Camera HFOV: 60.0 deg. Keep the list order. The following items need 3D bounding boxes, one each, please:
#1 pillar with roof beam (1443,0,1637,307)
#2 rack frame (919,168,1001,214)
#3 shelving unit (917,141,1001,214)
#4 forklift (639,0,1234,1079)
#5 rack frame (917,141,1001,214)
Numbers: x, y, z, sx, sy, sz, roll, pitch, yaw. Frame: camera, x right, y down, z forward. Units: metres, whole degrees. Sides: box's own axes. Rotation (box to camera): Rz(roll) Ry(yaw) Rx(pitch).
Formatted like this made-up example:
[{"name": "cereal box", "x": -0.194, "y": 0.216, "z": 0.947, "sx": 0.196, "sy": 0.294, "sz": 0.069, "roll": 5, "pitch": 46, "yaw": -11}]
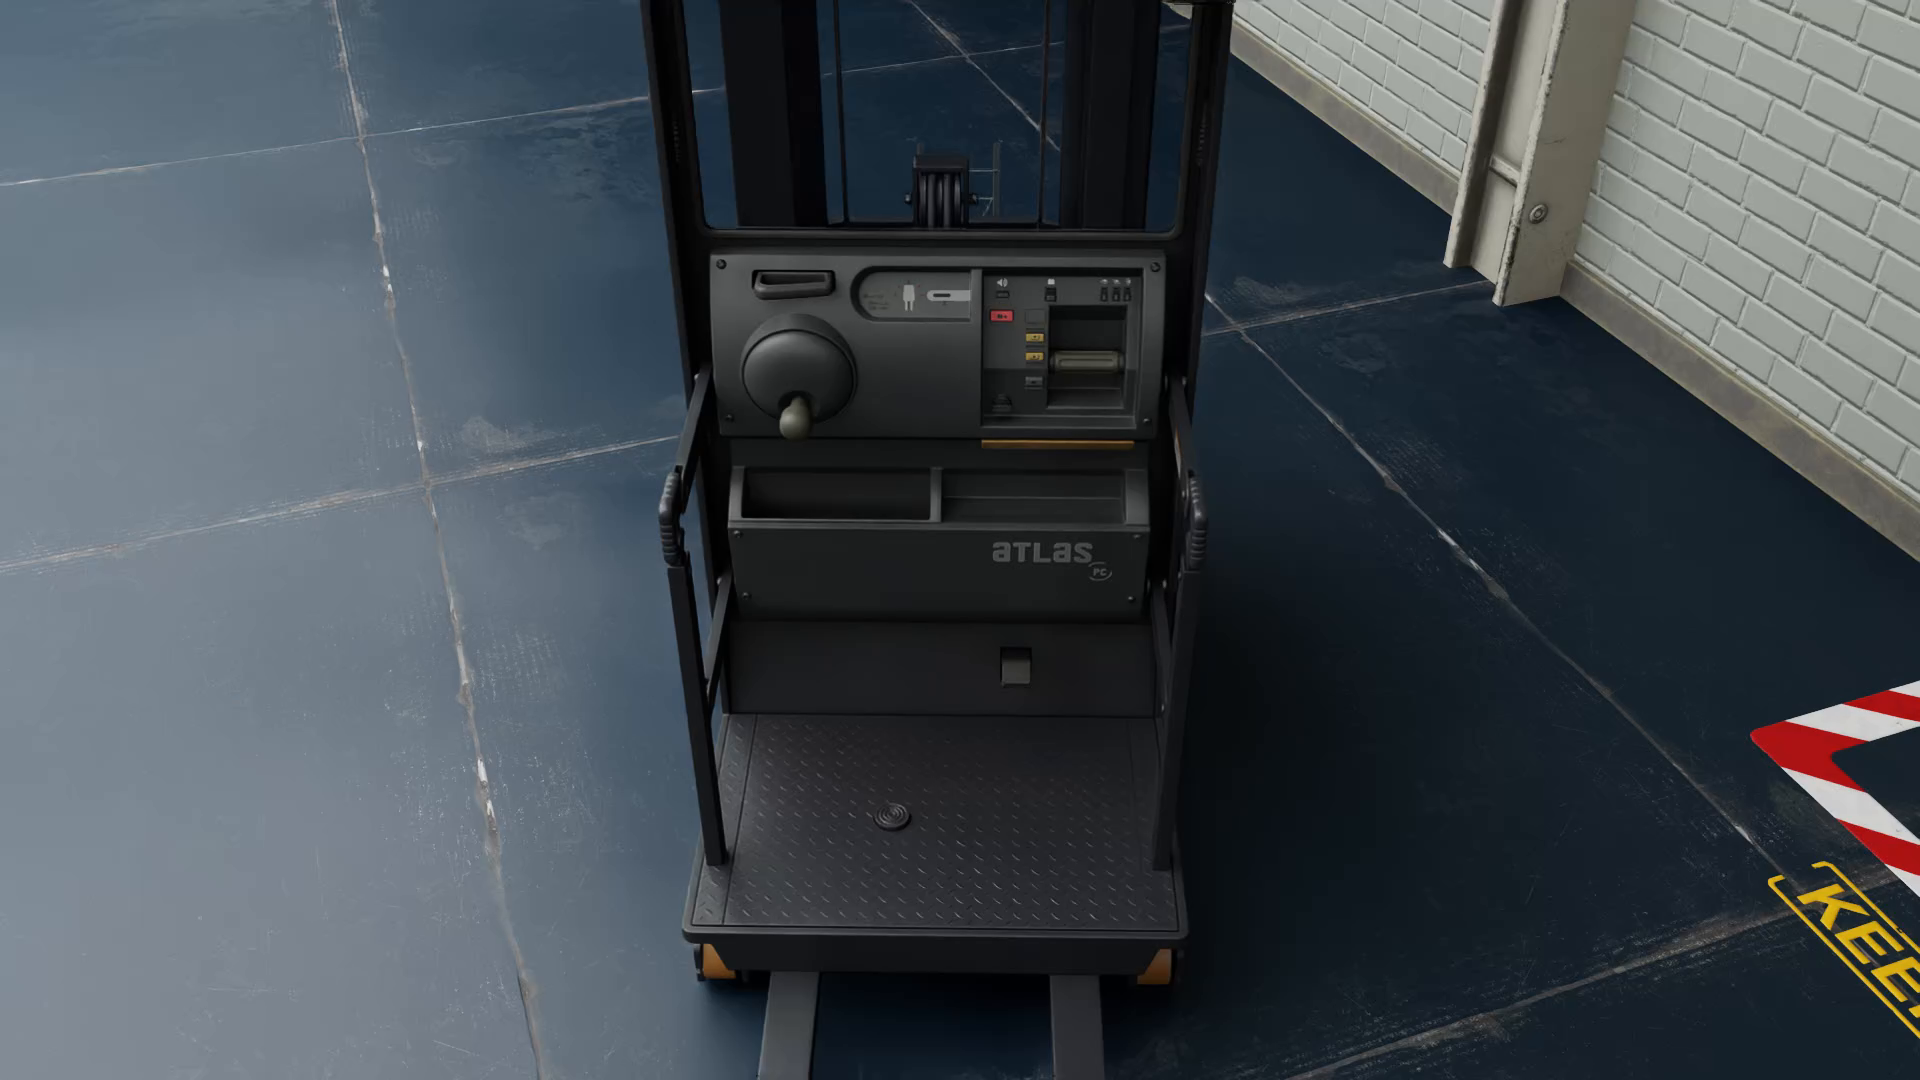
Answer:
[{"name": "pillar with roof beam", "x": -1.871, "y": -3.751, "z": 2.751, "sx": 9.100, "sy": 9.000, "sz": 0.400, "roll": -12, "pitch": 39, "yaw": -16}, {"name": "rack frame", "x": -0.005, "y": -0.555, "z": 4.990, "sx": 0.240, "sy": 1.200, "sz": 0.006, "roll": 1, "pitch": 37, "yaw": 1}, {"name": "shelving unit", "x": -0.004, "y": -0.610, "z": 5.063, "sx": 0.258, "sy": 1.200, "sz": 0.189, "roll": 1, "pitch": 37, "yaw": 1}, {"name": "forklift", "x": -0.047, "y": -0.331, "z": 3.253, "sx": 1.130, "sy": 2.935, "sz": 3.031, "roll": 1, "pitch": 37, "yaw": 1}, {"name": "rack frame", "x": -0.003, "y": -0.665, "z": 5.136, "sx": 0.240, "sy": 1.200, "sz": 0.006, "roll": 1, "pitch": 37, "yaw": 1}]
